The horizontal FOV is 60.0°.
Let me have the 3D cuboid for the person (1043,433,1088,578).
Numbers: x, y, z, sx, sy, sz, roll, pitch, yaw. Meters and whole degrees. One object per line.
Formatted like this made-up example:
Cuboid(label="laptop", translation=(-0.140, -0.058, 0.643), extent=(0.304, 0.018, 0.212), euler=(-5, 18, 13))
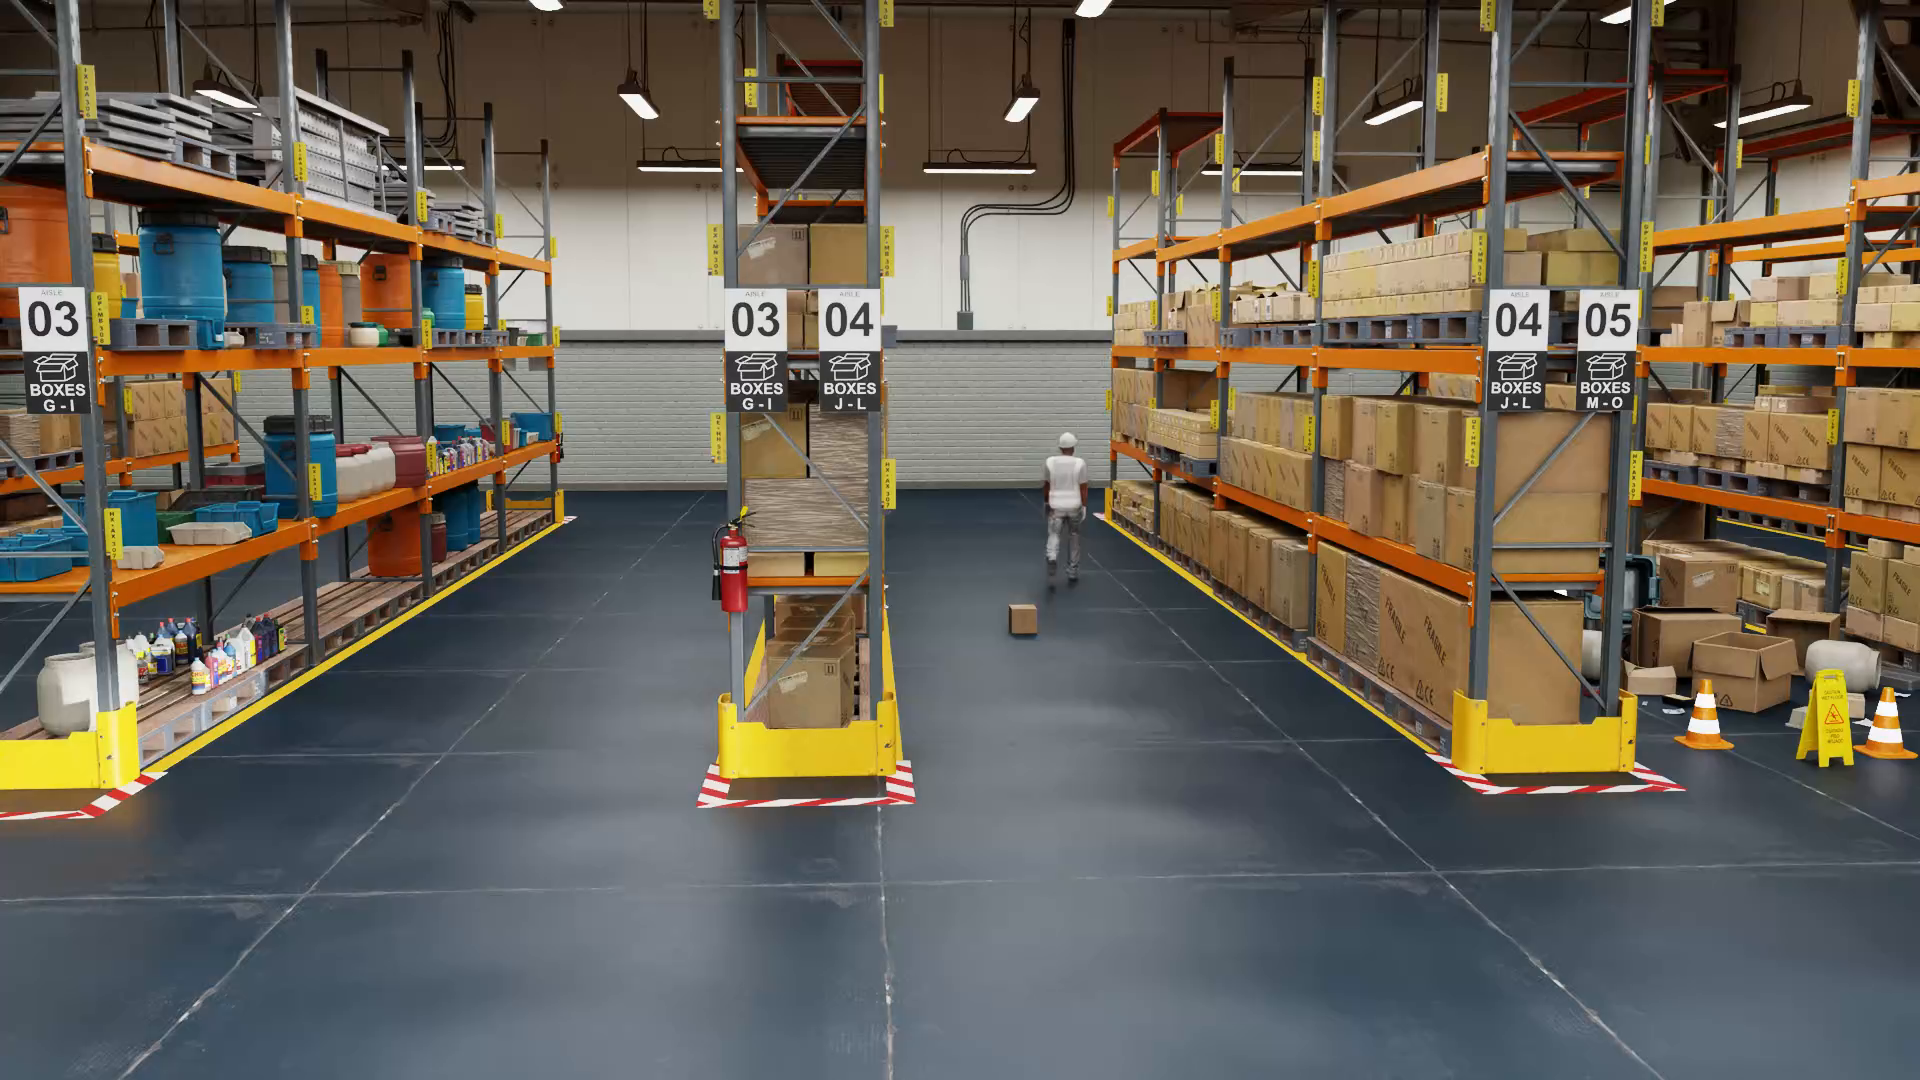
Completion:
Cuboid(label="person", translation=(1.259, -0.401, 19.918), extent=(0.554, 1.761, 0.834), euler=(1, 7, 11))
